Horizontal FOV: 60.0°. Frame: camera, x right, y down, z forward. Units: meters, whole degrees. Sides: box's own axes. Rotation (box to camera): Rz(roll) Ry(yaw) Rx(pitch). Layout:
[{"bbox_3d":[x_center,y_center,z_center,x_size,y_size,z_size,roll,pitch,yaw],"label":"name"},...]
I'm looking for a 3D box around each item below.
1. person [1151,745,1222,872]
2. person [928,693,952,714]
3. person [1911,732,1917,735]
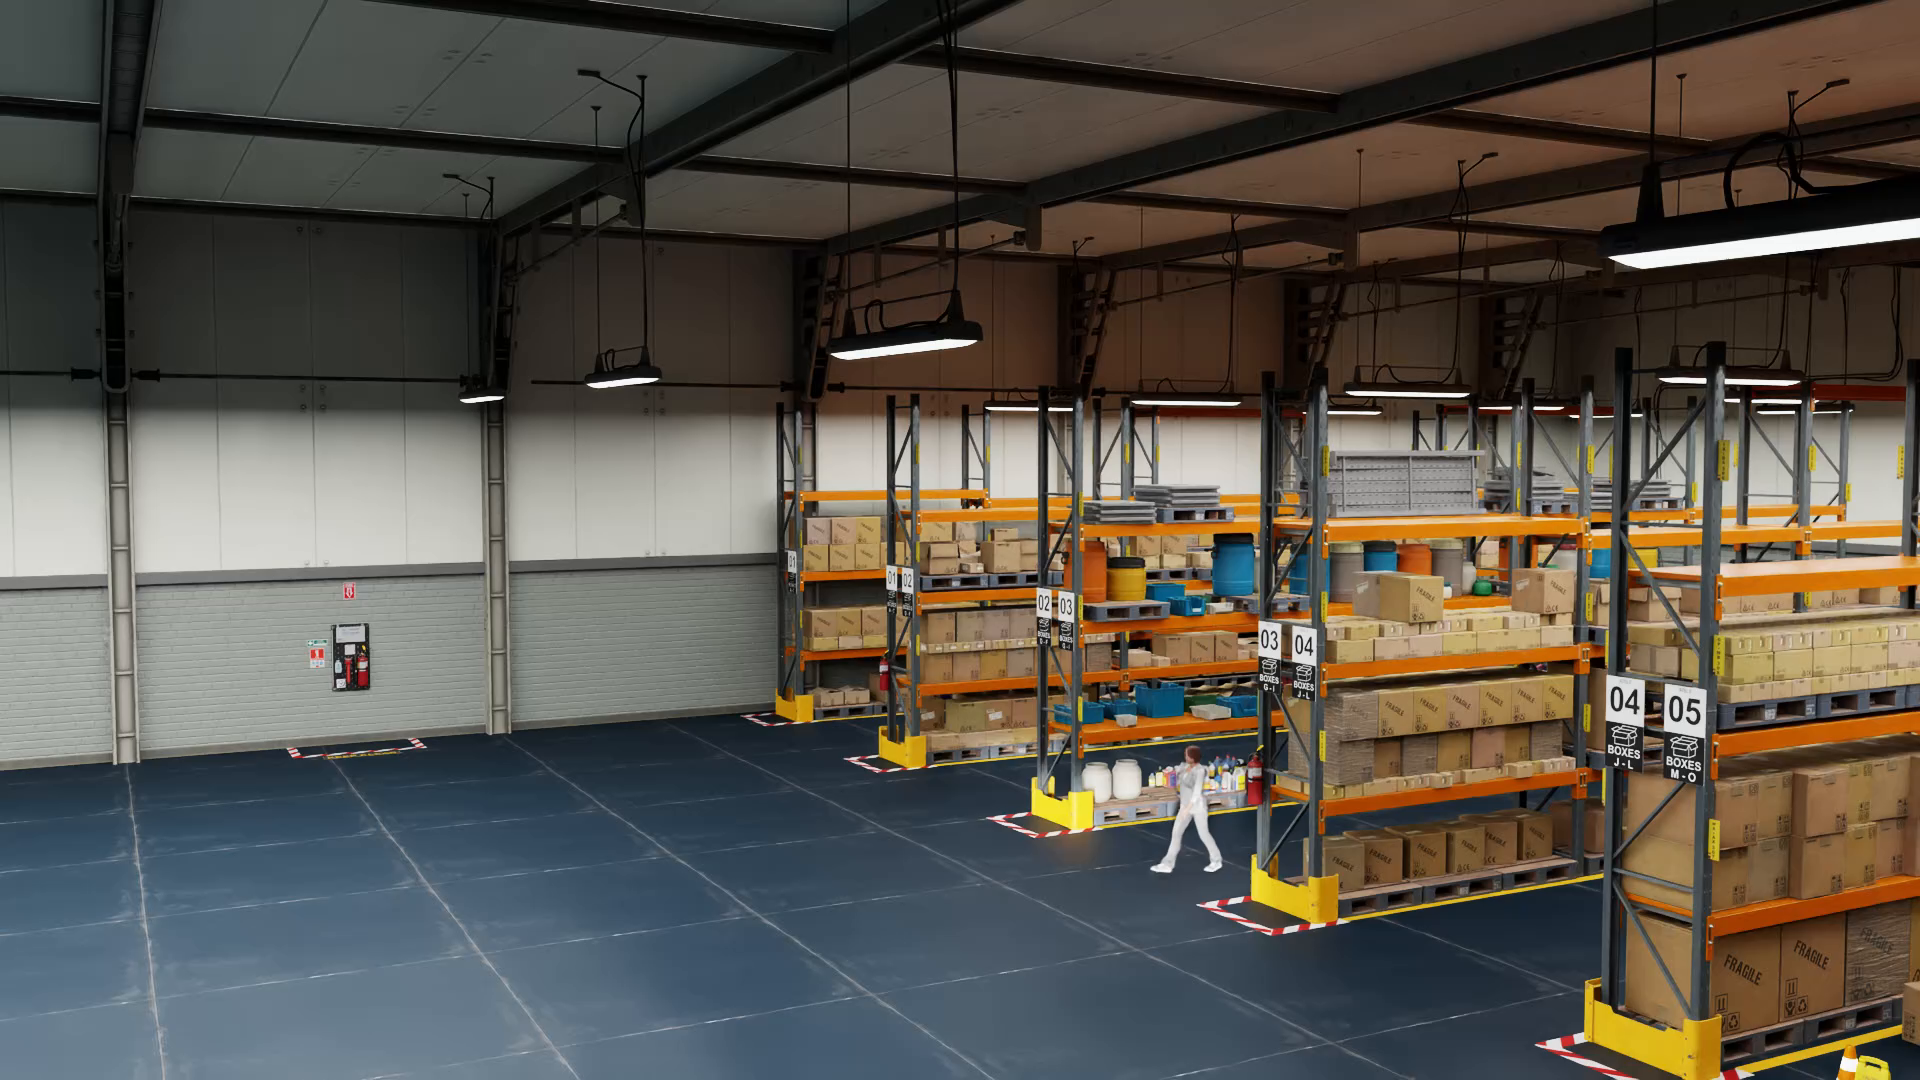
[{"bbox_3d":[2.748,3.237,19.991,0.946,1.547,0.434,-2,4,-28],"label":"person"},{"bbox_3d":[-0.372,2.674,29.780,0.676,1.650,0.527,-2,4,-31],"label":"person"},{"bbox_3d":[11.224,3.163,19.694,0.587,1.777,0.627,-1,4,-24],"label":"person"}]
